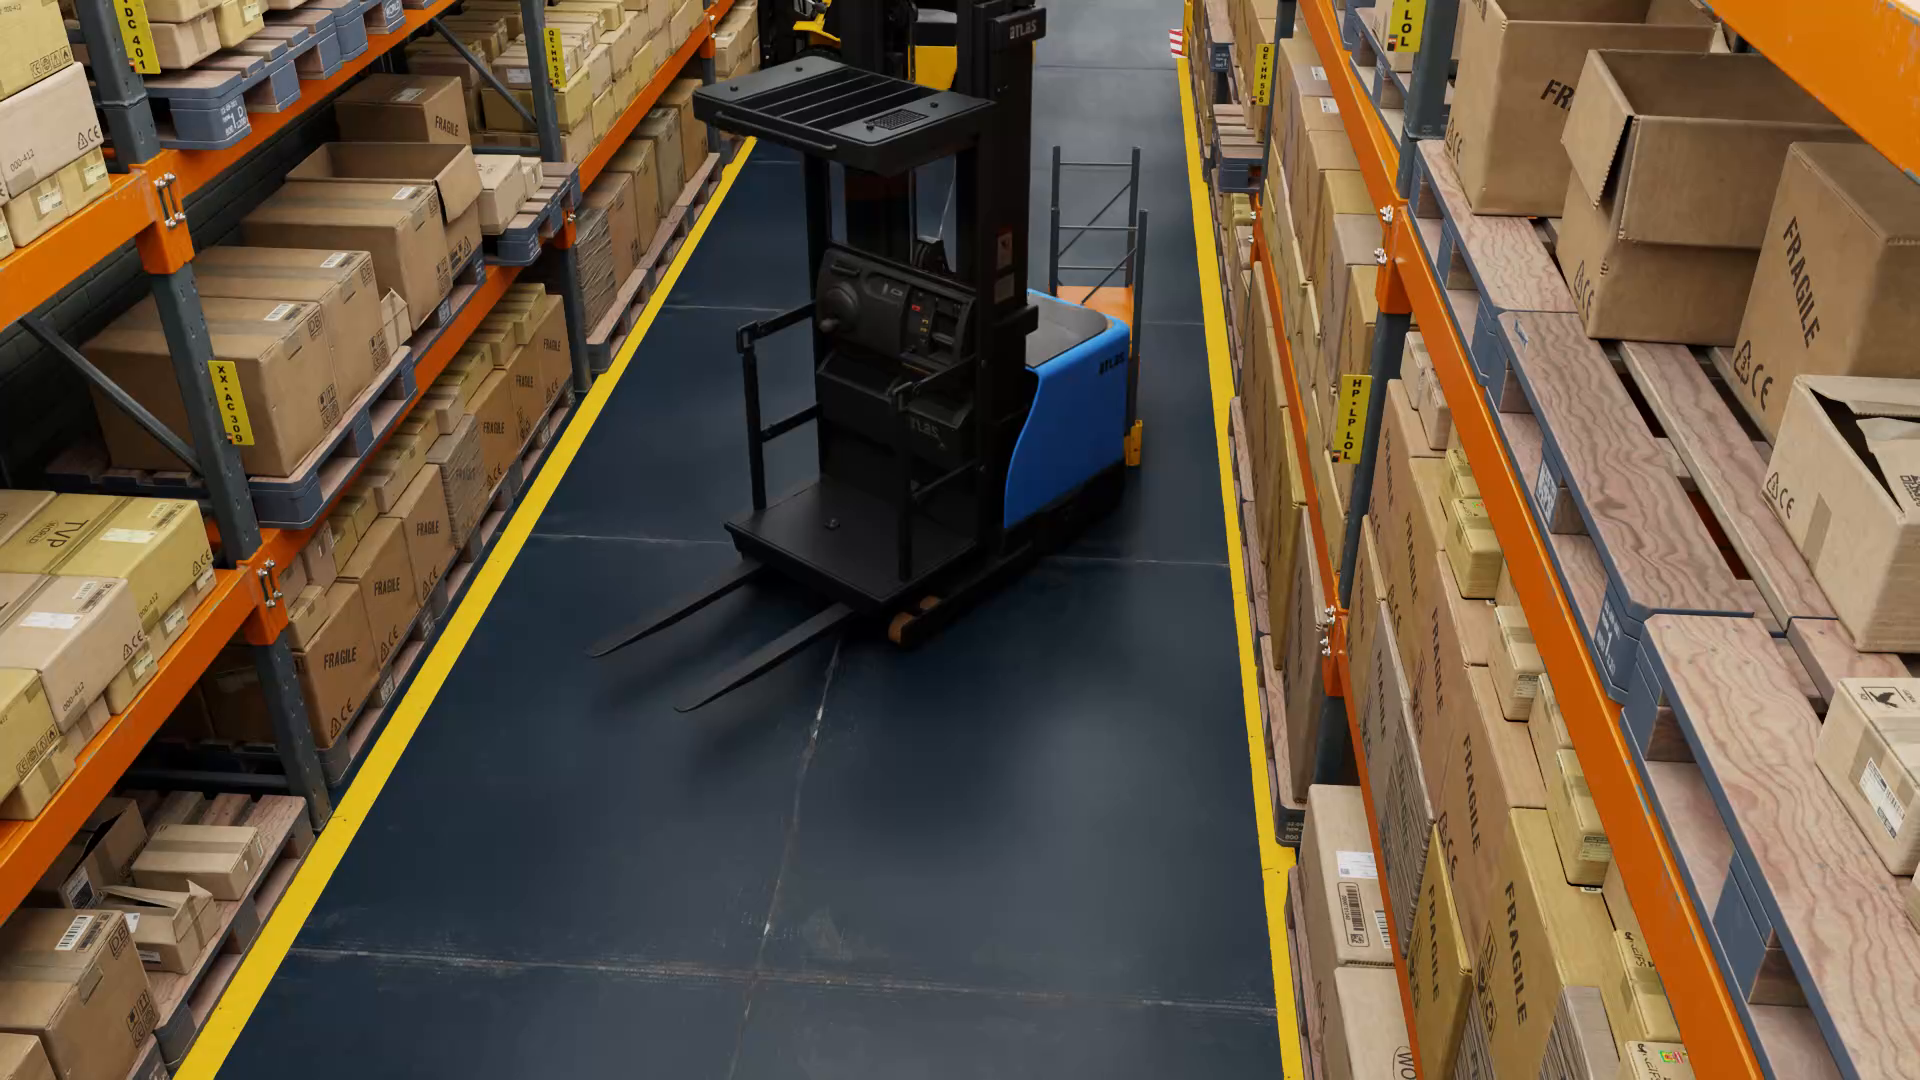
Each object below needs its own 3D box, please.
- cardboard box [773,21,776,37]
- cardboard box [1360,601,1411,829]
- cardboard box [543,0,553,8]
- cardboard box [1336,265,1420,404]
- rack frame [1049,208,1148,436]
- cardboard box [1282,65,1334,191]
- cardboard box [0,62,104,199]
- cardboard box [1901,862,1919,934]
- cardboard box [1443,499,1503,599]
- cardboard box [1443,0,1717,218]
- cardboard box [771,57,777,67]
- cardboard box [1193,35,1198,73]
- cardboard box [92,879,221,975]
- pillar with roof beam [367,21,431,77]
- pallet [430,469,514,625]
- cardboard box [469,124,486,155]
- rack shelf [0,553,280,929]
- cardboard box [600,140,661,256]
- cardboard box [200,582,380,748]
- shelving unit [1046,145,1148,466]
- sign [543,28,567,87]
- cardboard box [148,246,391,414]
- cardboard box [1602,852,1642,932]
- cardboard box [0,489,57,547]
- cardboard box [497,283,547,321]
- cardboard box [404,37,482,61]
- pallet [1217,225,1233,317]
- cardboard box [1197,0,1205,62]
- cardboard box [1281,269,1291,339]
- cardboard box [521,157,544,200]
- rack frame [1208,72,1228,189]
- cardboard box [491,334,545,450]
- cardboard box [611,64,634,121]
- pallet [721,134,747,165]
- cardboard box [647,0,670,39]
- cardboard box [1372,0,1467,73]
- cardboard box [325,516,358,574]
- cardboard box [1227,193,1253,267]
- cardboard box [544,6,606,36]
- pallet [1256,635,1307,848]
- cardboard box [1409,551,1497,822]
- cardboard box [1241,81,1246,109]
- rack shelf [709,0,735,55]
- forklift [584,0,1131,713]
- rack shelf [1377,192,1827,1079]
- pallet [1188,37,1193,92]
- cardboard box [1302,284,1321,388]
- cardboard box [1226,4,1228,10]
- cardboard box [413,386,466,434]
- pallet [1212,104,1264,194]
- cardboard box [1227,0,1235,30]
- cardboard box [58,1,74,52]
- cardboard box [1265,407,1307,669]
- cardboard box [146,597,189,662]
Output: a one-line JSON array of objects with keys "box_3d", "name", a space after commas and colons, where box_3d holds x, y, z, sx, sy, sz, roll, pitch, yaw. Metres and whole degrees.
[{"box_3d": [-1.930, -4.826, 15.466, 0.500, 0.250, 0.500, 2, 32, 3], "name": "cardboard box"}, {"box_3d": [1.498, 0.534, 4.929, 0.500, 0.500, 0.500, 3, 32, 4], "name": "cardboard box"}, {"box_3d": [-2.850, -3.523, 10.894, 0.380, 0.149, 0.250, 3, 32, 5], "name": "cardboard box"}, {"box_3d": [1.628, -0.633, 5.870, 0.500, 0.500, 0.500, 3, 32, 6], "name": "cardboard box"}, {"box_3d": [0.730, -1.089, 9.087, 0.500, 1.500, 0.032, 2, 32, 3], "name": "rack frame"}, {"box_3d": [1.853, -1.973, 8.044, 0.500, 0.500, 0.500, 3, 32, 4], "name": "cardboard box"}, {"box_3d": [-2.895, -1.207, 4.850, 0.500, 0.250, 0.500, 3, 32, 4], "name": "cardboard box"}, {"box_3d": [1.463, 0.498, 1.872, 0.500, 0.250, 0.500, 0, 32, -1], "name": "cardboard box"}, {"box_3d": [1.442, 0.024, 4.185, 0.380, 0.149, 0.250, 2, 32, 3], "name": "cardboard box"}, {"box_3d": [1.585, -1.163, 4.327, 0.500, 0.500, 0.500, 3, 32, 5], "name": "cardboard box"}, {"box_3d": [-1.972, -4.361, 15.188, 0.500, 0.250, 0.500, 3, 32, 6], "name": "cardboard box"}, {"box_3d": [2.428, -4.527, 15.457, 0.500, 0.250, 0.500, 4, 32, 6], "name": "cardboard box"}, {"box_3d": [-2.887, 1.345, 5.914, 0.396, 0.266, 0.258, 4, 32, 6], "name": "cardboard box"}, {"box_3d": [0.718, -5.312, 8.793, 9.100, 9.000, 0.400, 2, 32, 4], "name": "pillar with roof beam"}, {"box_3d": [-2.981, -0.010, 8.565, 1.003, 0.211, 1.213, 2, 32, 4], "name": "pallet"}, {"box_3d": [-2.998, -2.404, 9.935, 0.500, 0.250, 0.500, 2, 32, 3], "name": "cardboard box"}, {"box_3d": [-3.269, 1.222, 4.594, 1.077, 0.370, 4.000, 2, 32, 4], "name": "rack shelf"}, {"box_3d": [-2.616, -2.409, 11.664, 0.875, 0.625, 0.625, 1, 32, 2], "name": "cardboard box"}, {"box_3d": [-2.842, 0.512, 7.043, 0.500, 0.500, 0.500, 4, 32, 6], "name": "cardboard box"}, {"box_3d": [0.757, -1.350, 9.512, 0.587, 1.500, 1.083, 2, 32, 3], "name": "shelving unit"}, {"box_3d": [-2.239, -2.663, 9.184, 0.100, 0.325, 0.005, 2, 32, 4], "name": "sign"}, {"box_3d": [-2.801, -0.866, 6.800, 0.700, 0.500, 0.500, 3, 32, 5], "name": "cardboard box"}, {"box_3d": [1.433, 0.695, 3.097, 0.380, 0.149, 0.250, 2, 32, 4], "name": "cardboard box"}, {"box_3d": [-3.415, 0.054, 5.662, 0.500, 0.250, 0.500, 2, 32, 3], "name": "cardboard box"}, {"box_3d": [-2.568, -1.344, 9.435, 0.380, 0.149, 0.250, 1, 32, 2], "name": "cardboard box"}, {"box_3d": [-3.045, -2.861, 9.820, 0.380, 0.149, 0.250, 3, 32, 5], "name": "cardboard box"}, {"box_3d": [2.334, -1.870, 11.582, 1.003, 0.211, 1.213, 2, 32, 4], "name": "pallet"}, {"box_3d": [2.389, -4.565, 14.804, 0.500, 0.500, 0.500, 3, 32, 5], "name": "cardboard box"}, {"box_3d": [1.804, -1.160, 7.915, 0.500, 0.250, 0.500, 3, 32, 6], "name": "cardboard box"}, {"box_3d": [-2.451, -1.934, 8.868, 0.380, 0.149, 0.250, 3, 32, 5], "name": "cardboard box"}, {"box_3d": [2.493, -4.104, 12.550, 1.000, 3.000, 0.127, 2, 32, 4], "name": "rack frame"}, {"box_3d": [-2.651, -0.845, 9.245, 0.500, 0.500, 0.500, 2, 32, 3], "name": "cardboard box"}, {"box_3d": [-2.420, -2.912, 10.759, 0.500, 0.250, 0.500, 1, 32, 2], "name": "cardboard box"}, {"box_3d": [-2.348, -3.541, 14.294, 1.003, 0.211, 1.213, 2, 32, 4], "name": "pallet"}, {"box_3d": [-2.322, -3.659, 11.494, 0.500, 0.250, 0.500, 3, 32, 5], "name": "cardboard box"}, {"box_3d": [1.704, -1.808, 5.650, 0.500, 0.311, 0.500, 2, 32, 4], "name": "cardboard box"}, {"box_3d": [-2.856, 0.020, 7.223, 0.380, 0.149, 0.250, 1, 32, 1], "name": "cardboard box"}, {"box_3d": [2.343, -2.150, 11.483, 0.950, 0.372, 0.625, 3, 32, 6], "name": "cardboard box"}, {"box_3d": [-2.445, -3.240, 10.434, 0.380, 0.149, 0.250, 3, 32, 5], "name": "cardboard box"}, {"box_3d": [1.829, 0.860, 7.153, 1.003, 0.211, 1.213, 2, 32, 4], "name": "pallet"}, {"box_3d": [1.461, 0.381, 4.224, 0.500, 0.500, 0.500, 3, 32, 5], "name": "cardboard box"}, {"box_3d": [1.914, -2.673, 10.068, 0.380, 0.149, 0.250, 1, 32, 2], "name": "cardboard box"}, {"box_3d": [-2.292, -5.053, 14.776, 1.077, 0.370, 4.000, 2, 32, 4], "name": "rack shelf"}, {"box_3d": [-0.454, -1.034, 7.634, 1.130, 2.935, 3.031, 24, 39, 34], "name": "forklift"}, {"box_3d": [1.679, 0.155, 3.466, 1.077, 0.370, 4.000, 2, 32, 4], "name": "rack shelf"}, {"box_3d": [2.711, -4.545, 15.924, 1.003, 0.211, 1.213, 2, 32, 4], "name": "pallet"}, {"box_3d": [1.705, -0.843, 6.925, 0.500, 0.250, 0.500, 3, 32, 5], "name": "cardboard box"}, {"box_3d": [2.133, -3.900, 12.058, 0.380, 0.149, 0.250, 3, 32, 5], "name": "cardboard box"}, {"box_3d": [-2.704, -0.652, 8.312, 0.380, 0.149, 0.250, 1, 32, 2], "name": "cardboard box"}, {"box_3d": [2.119, -2.307, 9.818, 1.213, 0.211, 1.003, 2, 32, 4], "name": "pallet"}, {"box_3d": [2.075, -3.699, 11.114, 0.500, 0.500, 0.500, 2, 32, 4], "name": "cardboard box"}, {"box_3d": [-3.150, -1.683, 5.507, 0.380, 0.149, 0.250, 2, 32, 4], "name": "cardboard box"}, {"box_3d": [1.878, 0.005, 7.507, 0.875, 0.875, 0.875, 3, 32, 5], "name": "cardboard box"}, {"box_3d": [-2.880, 0.291, 5.658, 0.380, 0.149, 0.250, 3, 32, 5], "name": "cardboard box"}]
